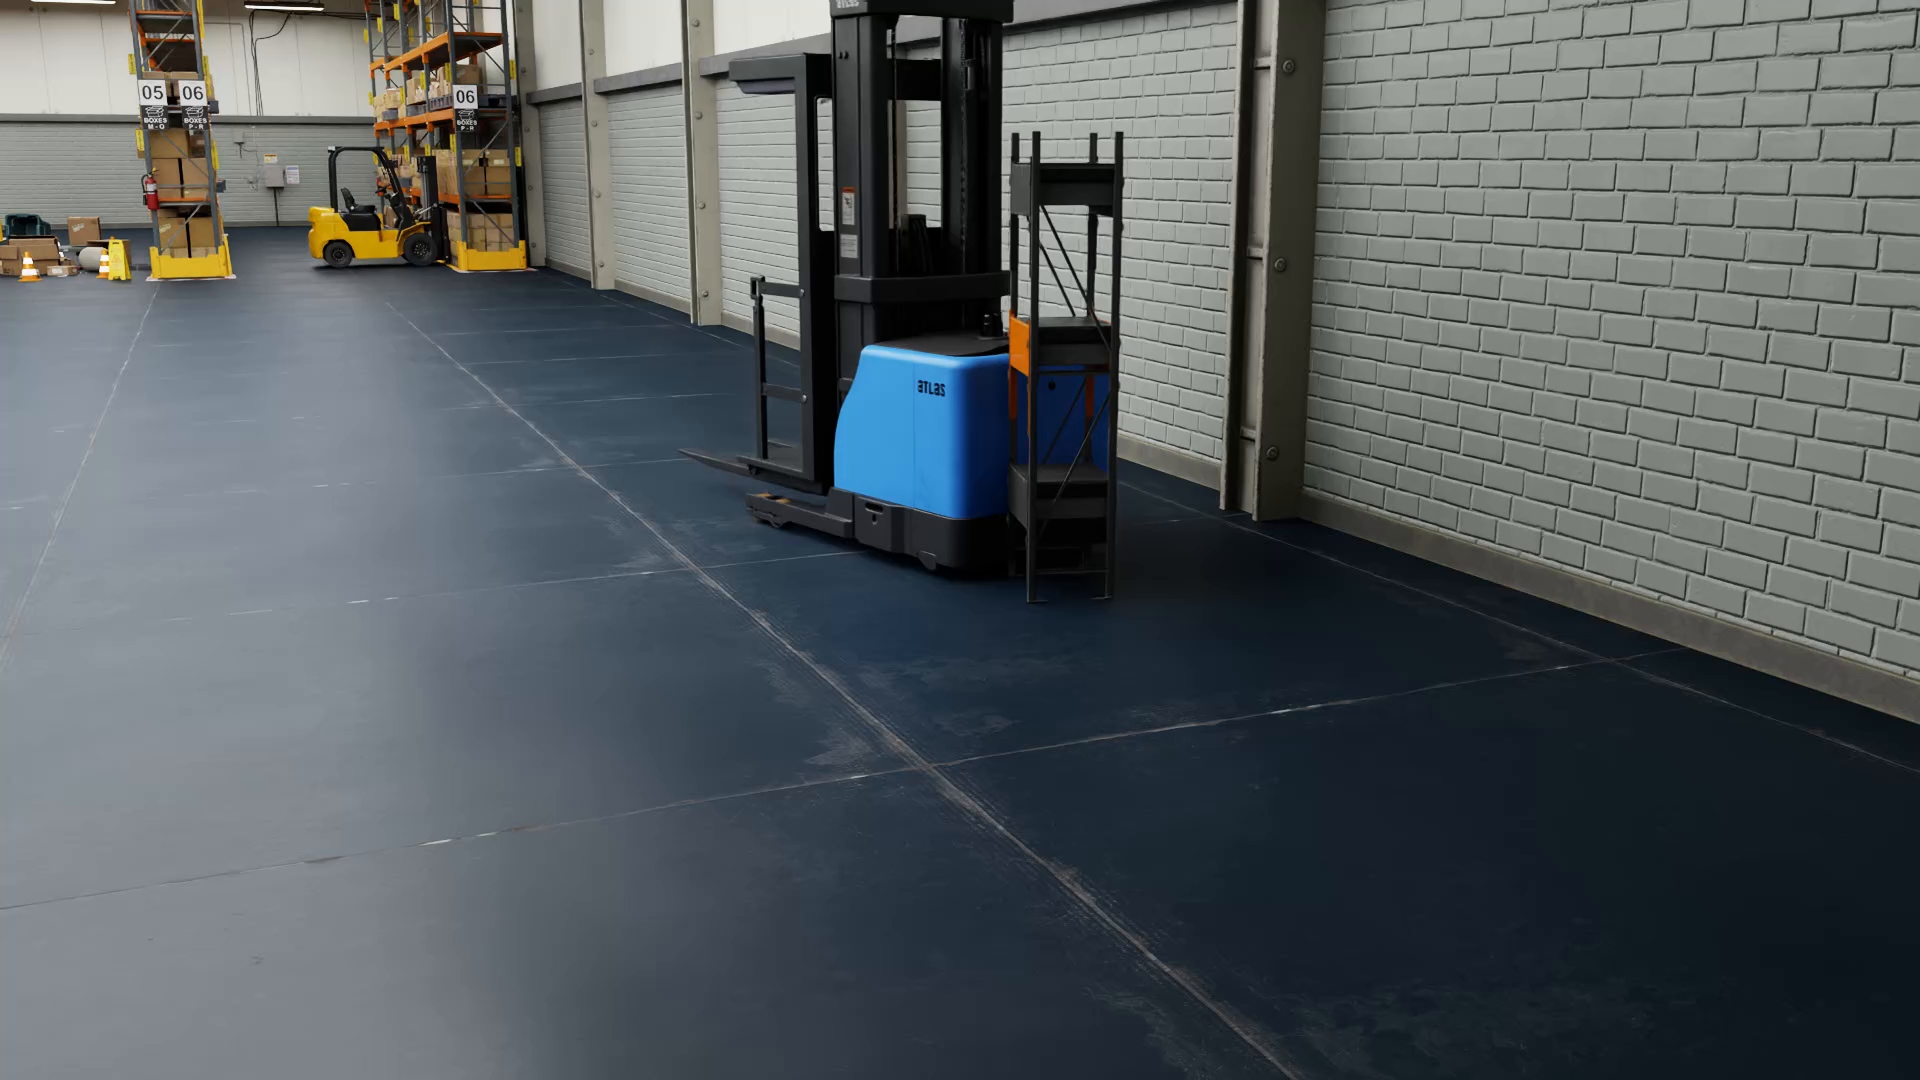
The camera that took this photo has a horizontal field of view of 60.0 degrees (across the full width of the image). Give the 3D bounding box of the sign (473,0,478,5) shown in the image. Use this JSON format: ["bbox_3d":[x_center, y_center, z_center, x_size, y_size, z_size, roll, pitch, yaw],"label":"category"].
[{"bbox_3d":[-9.516,-10.681,32.640,0.100,0.325,0.005,-6,14,-23],"label":"sign"}]

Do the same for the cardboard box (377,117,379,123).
[{"bbox_3d":[-14.705,-10.745,42.550,0.380,0.149,0.250,-5,14,-22],"label":"cardboard box"}]

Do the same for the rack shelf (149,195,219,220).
[{"bbox_3d":[-13.780,-5.968,29.600,1.077,0.370,4.000,-6,14,-23],"label":"rack shelf"}]

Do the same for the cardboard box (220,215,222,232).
[{"bbox_3d":[-17.939,-7.481,39.290,0.875,0.438,0.875,-6,14,-24],"label":"cardboard box"}]

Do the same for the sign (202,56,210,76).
[{"bbox_3d":[-12.482,-7.842,27.509,0.100,0.325,0.005,-6,14,-23],"label":"sign"}]

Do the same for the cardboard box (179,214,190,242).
[{"bbox_3d":[-14.161,-5.599,29.914,0.500,0.500,0.500,-5,14,-20],"label":"cardboard box"}]

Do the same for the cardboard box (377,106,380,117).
[{"bbox_3d":[-14.498,-10.867,42.192,0.500,0.250,0.500,-6,14,-25],"label":"cardboard box"}]

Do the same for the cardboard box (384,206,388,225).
[{"bbox_3d":[-14.683,-8.514,43.608,0.797,0.503,0.637,-6,14,-25],"label":"cardboard box"}]

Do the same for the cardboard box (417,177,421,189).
[{"bbox_3d":[-11.273,-7.611,35.433,0.500,0.250,0.500,-6,14,-25],"label":"cardboard box"}]

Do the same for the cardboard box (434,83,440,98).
[{"bbox_3d":[-9.718,-8.496,31.420,0.396,0.266,0.258,-6,14,-24],"label":"cardboard box"}]

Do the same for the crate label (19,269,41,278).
[{"bbox_3d":[-15.586,-4.470,27.878,0.298,0.136,0.250,9,16,35],"label":"crate label"}]

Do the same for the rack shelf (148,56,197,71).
[{"bbox_3d":[-16.985,-10.349,36.110,1.077,0.370,4.000,-6,14,-23],"label":"rack shelf"}]

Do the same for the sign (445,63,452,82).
[{"bbox_3d":[-8.935,-8.163,29.046,0.100,0.325,0.005,-6,14,-23],"label":"sign"}]

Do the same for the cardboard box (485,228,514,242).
[{"bbox_3d":[-8.430,-5.579,30.381,0.500,0.250,0.500,-5,14,-22],"label":"cardboard box"}]

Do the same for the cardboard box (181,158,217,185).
[{"bbox_3d":[-13.125,-6.329,28.681,0.500,0.500,0.500,-5,14,-21],"label":"cardboard box"}]

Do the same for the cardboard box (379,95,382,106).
[{"bbox_3d":[-14.280,-11.009,41.696,0.500,0.250,0.500,-5,14,-21],"label":"cardboard box"}]

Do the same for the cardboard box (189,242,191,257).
[{"bbox_3d":[-14.153,-5.232,29.990,0.500,0.250,0.500,-6,14,-24],"label":"cardboard box"}]

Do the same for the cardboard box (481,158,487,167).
[{"bbox_3d":[-8.488,-6.858,30.189,0.380,0.149,0.250,-6,14,-23],"label":"cardboard box"}]

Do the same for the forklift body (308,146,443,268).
[{"bbox_3d":[-10.864,-6.168,30.751,2.313,2.155,1.214,-6,14,-23],"label":"forklift body"}]

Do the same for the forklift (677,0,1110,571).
[{"bbox_3d":[-0.543,-1.553,9.078,1.130,2.935,3.031,-10,17,-38],"label":"forklift"}]

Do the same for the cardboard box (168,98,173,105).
[{"bbox_3d":[-13.623,-7.458,28.345,0.380,0.149,0.250,-6,14,-23],"label":"cardboard box"}]

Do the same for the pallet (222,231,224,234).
[{"bbox_3d":[-18.019,-7.190,39.469,1.003,0.211,1.213,-6,14,-23],"label":"pallet"}]

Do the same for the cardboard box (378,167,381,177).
[{"bbox_3d":[-14.907,-9.614,43.430,0.500,0.250,0.500,-6,14,-23],"label":"cardboard box"}]

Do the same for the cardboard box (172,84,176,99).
[{"bbox_3d":[-13.359,-7.776,28.837,0.500,0.250,0.500,-5,14,-21],"label":"cardboard box"}]

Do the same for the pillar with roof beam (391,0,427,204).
[{"bbox_3d":[-19.040,-12.833,44.359,9.100,9.000,0.548,-6,14,-23],"label":"pillar with roof beam"}]

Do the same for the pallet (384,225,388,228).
[{"bbox_3d":[-14.491,-8.121,43.492,1.003,0.211,1.213,-6,14,-23],"label":"pallet"}]

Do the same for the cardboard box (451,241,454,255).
[{"bbox_3d":[-9.101,-5.392,30.681,0.500,0.250,0.500,-6,14,-23],"label":"cardboard box"}]

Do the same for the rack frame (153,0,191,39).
[{"bbox_3d":[-19.388,-12.134,41.340,1.000,3.000,0.127,-6,14,-23],"label":"rack frame"}]

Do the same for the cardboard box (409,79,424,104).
[{"bbox_3d":[-11.276,-9.504,35.254,0.700,0.500,0.500,-6,14,-24],"label":"cardboard box"}]

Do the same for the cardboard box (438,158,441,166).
[{"bbox_3d":[-9.778,-7.240,31.837,0.380,0.149,0.250,-6,14,-24],"label":"cardboard box"}]

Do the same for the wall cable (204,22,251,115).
[{"bbox_3d":[-21.235,-13.351,46.599,2.355,3.000,0.029,-6,14,-23],"label":"wall cable"}]

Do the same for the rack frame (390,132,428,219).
[{"bbox_3d":[-13.239,-8.834,40.386,1.000,3.000,0.127,-6,14,-23],"label":"rack frame"}]

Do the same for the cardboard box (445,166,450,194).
[{"bbox_3d":[-9.275,-6.695,30.924,0.500,0.500,0.500,-6,14,-24],"label":"cardboard box"}]

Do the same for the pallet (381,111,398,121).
[{"bbox_3d":[-13.042,-10.063,39.460,1.213,0.211,1.003,-6,14,-23],"label":"pallet"}]

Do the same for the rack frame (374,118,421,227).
[{"bbox_3d":[-14.842,-9.660,43.957,1.000,3.000,0.127,-6,14,-23],"label":"rack frame"}]

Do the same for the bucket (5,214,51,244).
[{"bbox_3d":[-16.909,-5.590,30.258,0.726,0.611,0.620,-1,3,-4],"label":"bucket"}]

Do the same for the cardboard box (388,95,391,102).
[{"bbox_3d":[-13.159,-10.314,38.873,0.380,0.149,0.250,-6,14,-24],"label":"cardboard box"}]

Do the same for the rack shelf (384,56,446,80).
[{"bbox_3d":[-12.438,-10.798,38.051,1.077,0.370,4.000,-6,14,-23],"label":"rack shelf"}]

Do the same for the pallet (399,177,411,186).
[{"bbox_3d":[-12.420,-8.315,38.571,1.003,0.211,1.213,-6,14,-23],"label":"pallet"}]

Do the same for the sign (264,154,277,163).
[{"bbox_3d":[-19.819,-10.974,47.800,0.339,0.242,0.001,-6,14,-23],"label":"sign"}]

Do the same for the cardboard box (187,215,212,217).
[{"bbox_3d":[-13.272,-5.440,29.226,0.500,0.500,0.500,-6,14,-25],"label":"cardboard box"}]

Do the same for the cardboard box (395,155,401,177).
[{"bbox_3d":[-12.729,-8.698,38.646,0.700,0.500,0.500,-6,14,-23],"label":"cardboard box"}]

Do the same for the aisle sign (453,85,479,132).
[{"bbox_3d":[-8.675,-7.581,29.208,0.394,0.787,0.004,-6,14,-23],"label":"aisle sign"}]

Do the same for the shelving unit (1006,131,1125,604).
[{"bbox_3d":[0.472,-0.794,7.643,0.431,2.100,0.503,-2,13,-9],"label":"shelving unit"}]

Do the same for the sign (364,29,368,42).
[{"bbox_3d":[-15.339,-13.028,42.954,0.100,0.325,0.005,-6,14,-23],"label":"sign"}]
